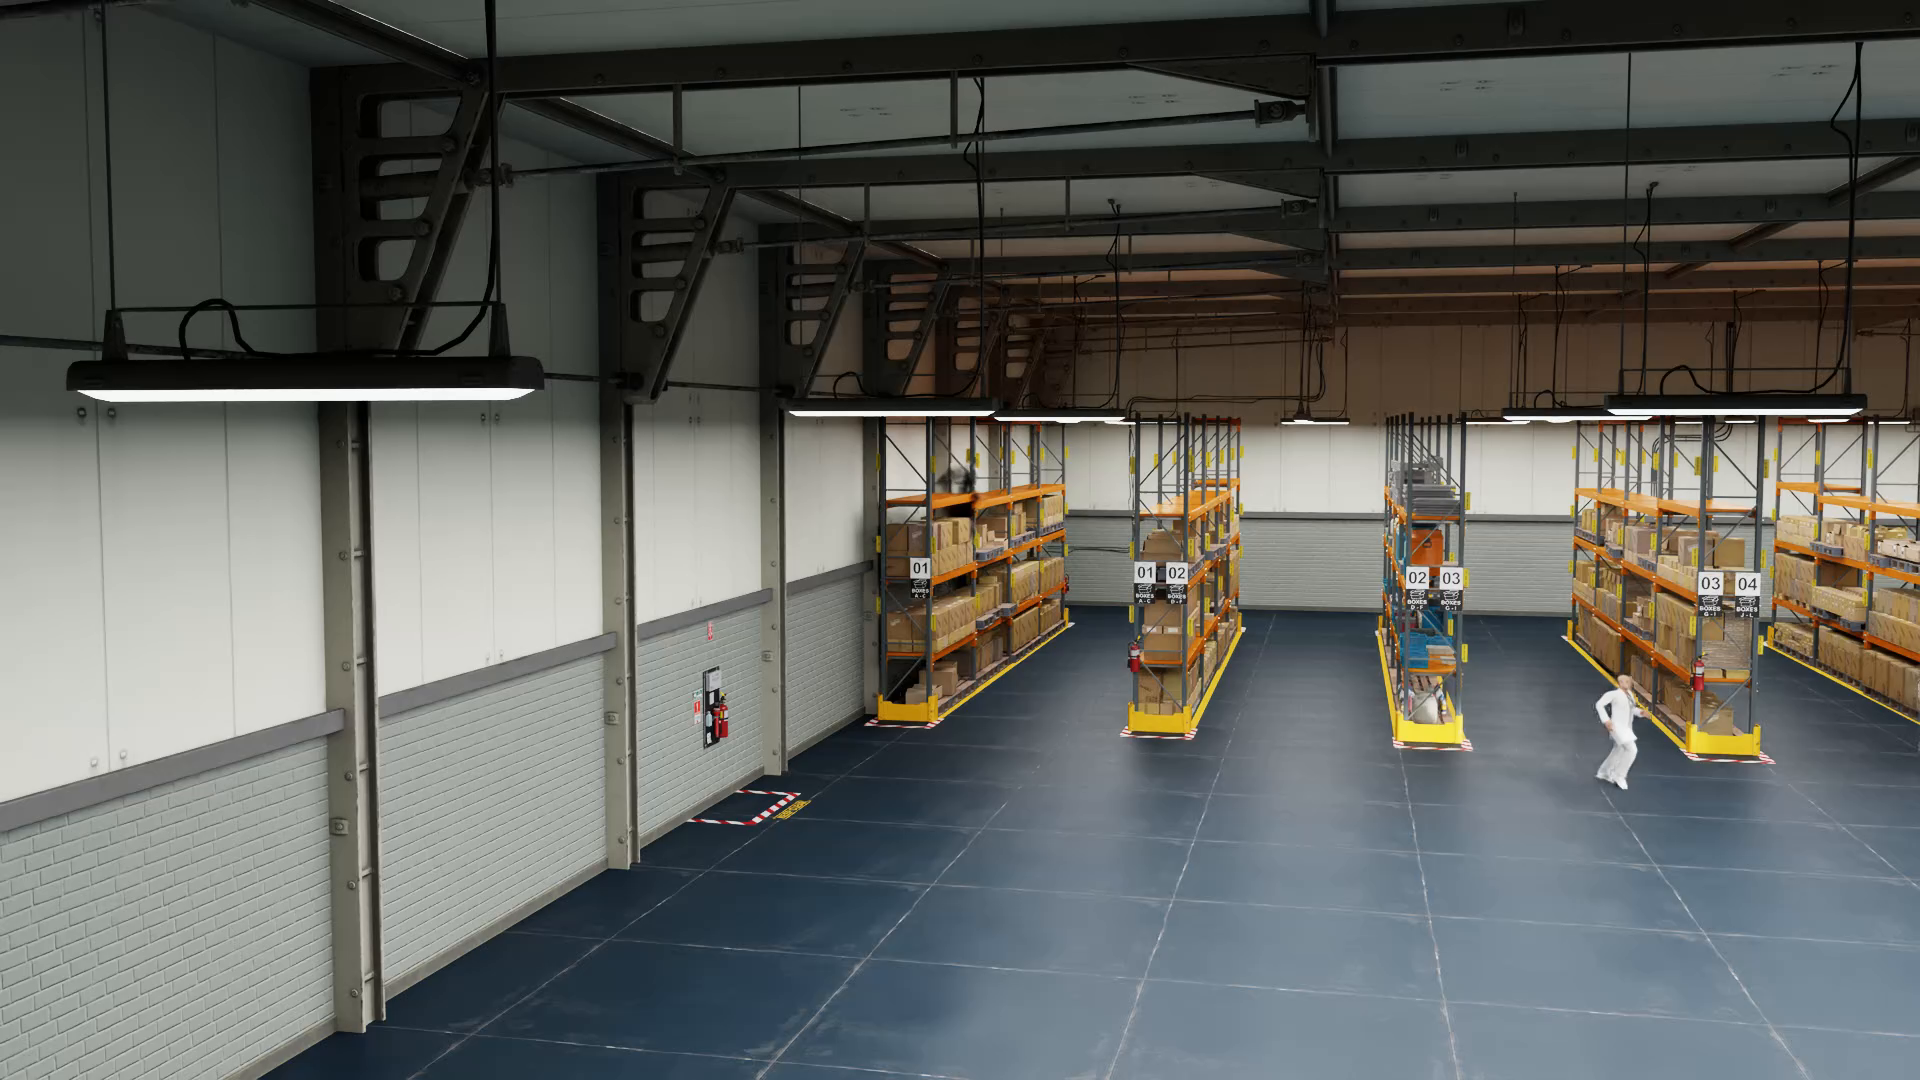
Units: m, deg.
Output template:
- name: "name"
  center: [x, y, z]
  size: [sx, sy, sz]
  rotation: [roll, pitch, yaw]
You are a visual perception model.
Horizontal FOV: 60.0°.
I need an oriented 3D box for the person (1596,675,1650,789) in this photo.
- name: "person"
  center: [10.574, 3.057, 26.549]
  size: [0.808, 1.823, 0.693]
  rotation: [4, 5, 44]
